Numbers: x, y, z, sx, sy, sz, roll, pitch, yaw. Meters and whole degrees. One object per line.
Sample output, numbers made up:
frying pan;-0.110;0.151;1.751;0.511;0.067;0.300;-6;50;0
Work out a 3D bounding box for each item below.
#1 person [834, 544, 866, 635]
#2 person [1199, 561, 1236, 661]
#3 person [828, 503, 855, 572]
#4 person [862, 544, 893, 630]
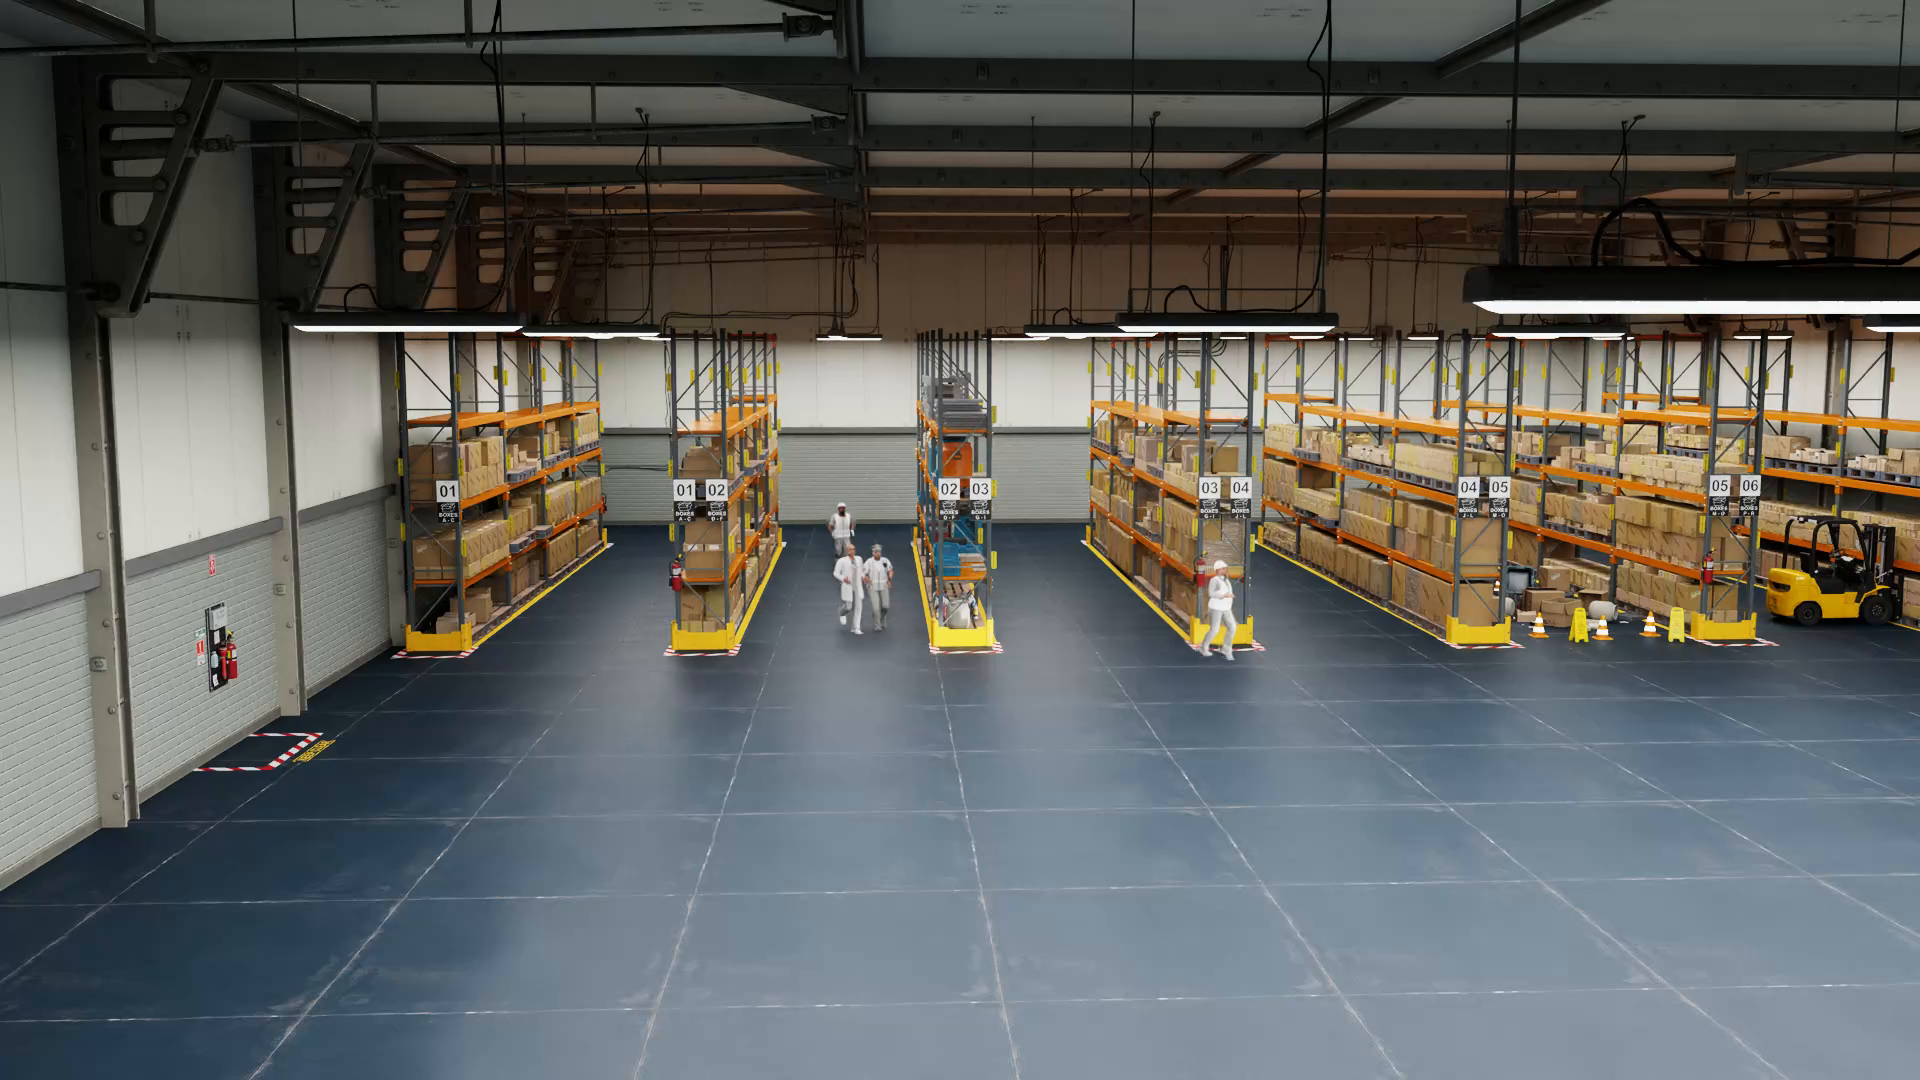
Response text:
person;-2.163;0.961;33.062;0.710;1.764;0.934;-3;7;-26
person;4.730;1.290;30.276;0.655;1.840;0.688;-7;9;-44
person;-2.966;-0.074;41.897;0.691;1.743;0.734;-2;7;-16
person;-1.620;0.950;33.154;0.638;1.737;0.560;-1;7;-10
